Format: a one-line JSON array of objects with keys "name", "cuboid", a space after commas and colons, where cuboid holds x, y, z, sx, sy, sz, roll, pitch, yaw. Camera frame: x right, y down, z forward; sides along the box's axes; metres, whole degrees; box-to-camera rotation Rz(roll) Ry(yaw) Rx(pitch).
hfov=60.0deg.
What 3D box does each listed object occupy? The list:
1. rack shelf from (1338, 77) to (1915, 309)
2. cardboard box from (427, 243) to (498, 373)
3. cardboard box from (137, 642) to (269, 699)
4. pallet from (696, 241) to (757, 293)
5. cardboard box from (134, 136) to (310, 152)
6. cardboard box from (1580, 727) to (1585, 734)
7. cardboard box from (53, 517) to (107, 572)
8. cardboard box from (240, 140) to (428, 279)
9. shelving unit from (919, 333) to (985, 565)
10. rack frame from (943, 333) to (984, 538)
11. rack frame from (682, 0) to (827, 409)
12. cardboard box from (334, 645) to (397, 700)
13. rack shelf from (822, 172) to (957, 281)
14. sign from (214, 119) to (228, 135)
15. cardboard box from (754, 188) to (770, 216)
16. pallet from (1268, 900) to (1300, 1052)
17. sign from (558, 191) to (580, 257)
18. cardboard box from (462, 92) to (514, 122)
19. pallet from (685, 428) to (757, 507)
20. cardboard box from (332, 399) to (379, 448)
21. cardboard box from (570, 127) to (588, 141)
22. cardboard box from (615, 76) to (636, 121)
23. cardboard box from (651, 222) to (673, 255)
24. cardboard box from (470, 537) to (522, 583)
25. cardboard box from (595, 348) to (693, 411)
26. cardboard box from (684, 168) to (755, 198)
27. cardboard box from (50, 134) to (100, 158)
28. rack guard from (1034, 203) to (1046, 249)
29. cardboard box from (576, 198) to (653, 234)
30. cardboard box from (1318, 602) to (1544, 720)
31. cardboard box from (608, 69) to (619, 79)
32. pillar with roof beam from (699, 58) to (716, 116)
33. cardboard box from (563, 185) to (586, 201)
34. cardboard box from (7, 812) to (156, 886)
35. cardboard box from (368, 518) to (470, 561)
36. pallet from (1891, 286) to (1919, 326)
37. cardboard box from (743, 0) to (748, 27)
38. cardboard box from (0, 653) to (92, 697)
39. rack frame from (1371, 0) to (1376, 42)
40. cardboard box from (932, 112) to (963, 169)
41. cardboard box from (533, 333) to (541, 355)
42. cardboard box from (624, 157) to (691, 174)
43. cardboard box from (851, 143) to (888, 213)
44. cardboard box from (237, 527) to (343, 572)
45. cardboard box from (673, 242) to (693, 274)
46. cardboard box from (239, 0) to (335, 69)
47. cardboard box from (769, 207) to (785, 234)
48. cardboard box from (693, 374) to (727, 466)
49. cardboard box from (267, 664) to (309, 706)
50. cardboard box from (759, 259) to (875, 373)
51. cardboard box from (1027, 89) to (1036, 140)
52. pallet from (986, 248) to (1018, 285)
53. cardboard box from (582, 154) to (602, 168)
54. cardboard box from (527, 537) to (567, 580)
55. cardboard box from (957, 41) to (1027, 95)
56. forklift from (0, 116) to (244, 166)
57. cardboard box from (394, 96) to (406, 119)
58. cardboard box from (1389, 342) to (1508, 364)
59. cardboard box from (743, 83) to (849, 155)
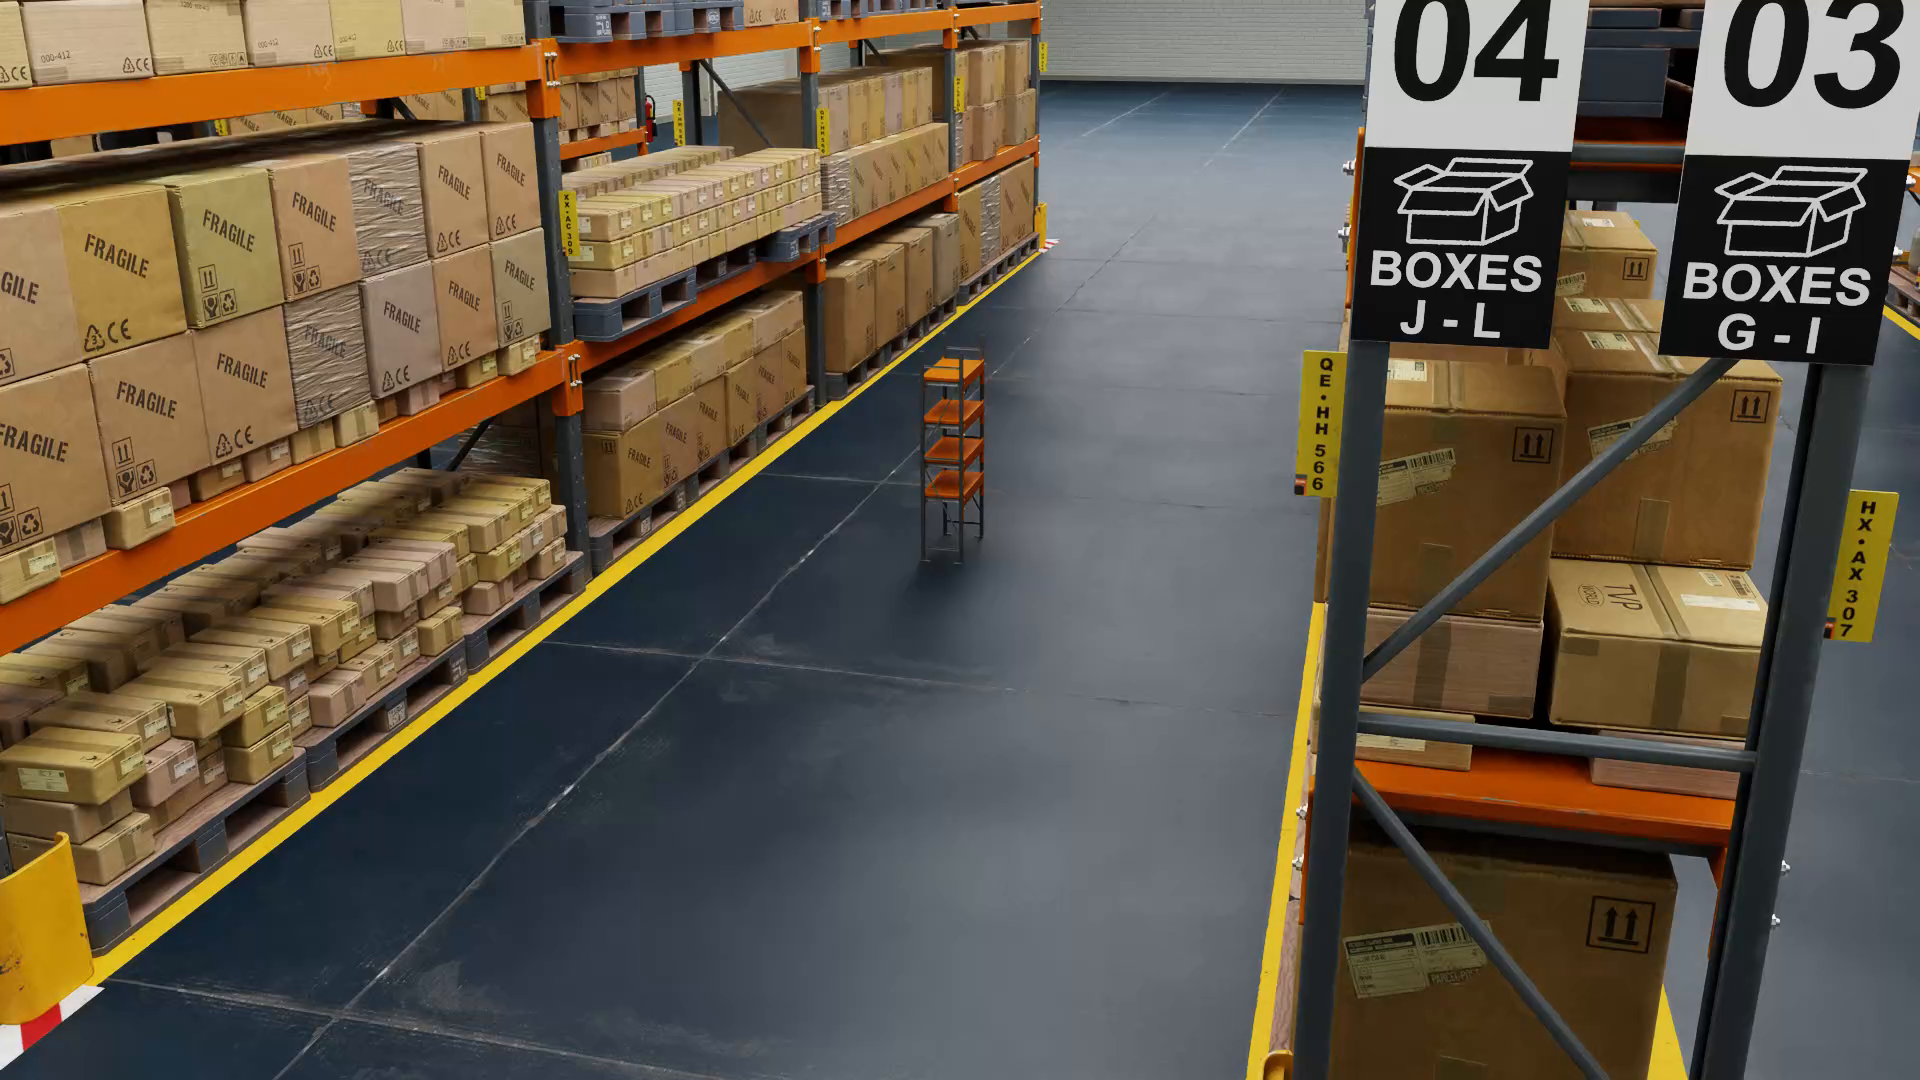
[{"name": "rack shelf", "cuboid": [1.801, -1.249, 5.175, 1.077, 0.370, 4.000, 5, 19, 13]}, {"name": "cardboard box", "cuboid": [-2.468, -1.072, 7.569, 0.500, 0.500, 0.500, 4, 19, 12]}, {"name": "cardboard box", "cuboid": [-2.899, 0.516, 6.376, 0.380, 0.149, 0.250, 4, 19, 11]}, {"name": "pallet", "cuboid": [-1.962, -1.759, 10.494, 1.003, 0.211, 1.213, 5, 19, 13]}, {"name": "cardboard box", "cuboid": [-3.107, -1.440, 7.101, 0.500, 0.500, 0.500, 5, 19, 14]}, {"name": "cardboard box", "cuboid": [1.780, 0.410, 4.235, 0.380, 0.149, 0.250, 4, 19, 13]}, {"name": "cardboard box", "cuboid": [-3.054, -0.006, 5.453, 0.380, 0.149, 0.250, 5, 20, 15]}, {"name": "cardboard box", "cuboid": [-2.608, -1.391, 6.957, 0.500, 0.500, 0.500, 5, 20, 15]}, {"name": "shelving unit", "cuboid": [-0.040, -0.516, 9.342, 0.258, 1.200, 0.503, 5, 19, 13]}, {"name": "rack frame", "cuboid": [0.019, -0.592, 9.566, 0.240, 1.200, 0.015, 5, 19, 13]}, {"name": "rack frame", "cuboid": [-1.518, -2.474, 12.289, 1.000, 3.000, 0.127, 5, 19, 13]}, {"name": "cardboard box", "cuboid": [-2.670, 0.559, 7.171, 0.380, 0.149, 0.250, 5, 19, 13]}, {"name": "rack shelf", "cuboid": [-1.030, -2.760, 14.241, 1.077, 0.370, 4.000, 5, 19, 13]}, {"name": "sign", "cuboid": [-5.804, -3.338, 13.029, 0.100, 0.325, 0.005, 5, 19, 13]}, {"name": "cardboard box", "cuboid": [-1.448, -2.181, 10.711, 0.380, 0.149, 0.250, 5, 19, 13]}, {"name": "pallet", "cuboid": [1.431, 1.520, 4.911, 1.003, 0.211, 1.213, 5, 19, 13]}, {"name": "sign", "cuboid": [-1.968, -1.589, 8.360, 0.100, 0.325, 0.005, 5, 19, 13]}, {"name": "cardboard box", "cuboid": [-4.988, -4.391, 17.287, 0.500, 0.500, 0.500, 5, 19, 13]}, {"name": "pallet", "cuboid": [-2.011, -0.528, 10.907, 1.003, 0.211, 1.213, 5, 19, 13]}, {"name": "cardboard box", "cuboid": [-2.651, -0.497, 6.892, 0.380, 0.149, 0.250, 5, 19, 14]}, {"name": "cardboard box", "cuboid": [-4.517, -4.681, 19.140, 0.380, 0.149, 0.250, 4, 19, 13]}, {"name": "cardboard box", "cuboid": [-4.254, -5.337, 20.056, 0.500, 0.500, 0.500, 4, 19, 12]}, {"name": "cardboard box", "cuboid": [-1.829, -1.690, 9.274, 0.380, 0.149, 0.250, 5, 20, 15]}, {"name": "cardboard box", "cuboid": [-2.367, 0.085, 8.100, 0.380, 0.149, 0.250, 4, 19, 11]}, {"name": "cardboard box", "cuboid": [-1.931, -0.969, 9.940, 0.500, 0.250, 0.500, 5, 20, 15]}, {"name": "cardboard box", "cuboid": [-1.512, -2.240, 10.424, 0.380, 0.149, 0.250, 6, 20, 16]}, {"name": "cardboard box", "cuboid": [-6.461, -2.854, 11.702, 0.500, 0.500, 0.500, 5, 19, 13]}, {"name": "rack guard", "cuboid": [0.442, -3.806, 20.057, 1.175, 0.500, 0.348, 5, 19, 13]}, {"name": "cardboard box", "cuboid": [-1.891, -1.756, 9.008, 0.380, 0.149, 0.250, 5, 20, 15]}, {"name": "cardboard box", "cuboid": [1.173, 0.214, 4.191, 0.500, 0.250, 0.500, 4, 19, 13]}, {"name": "cardboard box", "cuboid": [-4.433, -5.666, 19.475, 0.700, 0.500, 0.500, 5, 19, 14]}, {"name": "pillar with roof beam", "cuboid": [-1.674, -13.725, 35.948, 9.100, 9.000, 0.400, 5, 19, 13]}, {"name": "cardboard box", "cuboid": [-2.393, -1.970, 9.633, 0.380, 0.149, 0.250, 5, 19, 13]}, {"name": "cardboard box", "cuboid": [-3.035, 1.045, 5.748, 0.380, 0.149, 0.250, 5, 20, 14]}, {"name": "cardboard box", "cuboid": [-2.547, 0.018, 7.835, 0.380, 0.149, 0.250, 5, 20, 15]}, {"name": "pallet", "cuboid": [9.547, -2.184, 15.756, 1.003, 0.211, 1.213, 5, 19, 13]}, {"name": "cardboard box", "cuboid": [-1.647, -3.427, 10.286, 0.500, 0.500, 0.500, 5, 19, 13]}, {"name": "cardboard box", "cuboid": [-3.532, 0.551, 6.274, 0.380, 0.149, 0.250, 4, 19, 12]}, {"name": "rack frame", "cuboid": [1.312, -2.382, 2.739, 1.000, 3.000, 0.127, 5, 19, 13]}, {"name": "cardboard box", "cuboid": [-0.463, -3.915, 16.277, 0.875, 0.550, 0.550, 5, 19, 13]}, {"name": "cardboard box", "cuboid": [-2.339, -0.993, 8.343, 0.380, 0.149, 0.250, 4, 19, 13]}, {"name": "cardboard box", "cuboid": [-2.012, -2.462, 11.072, 0.380, 0.149, 0.250, 4, 19, 11]}, {"name": "cardboard box", "cuboid": [-0.902, -2.958, 13.553, 0.500, 0.500, 0.500, 5, 19, 13]}, {"name": "cardboard box", "cuboid": [-3.103, 0.062, 7.706, 0.380, 0.149, 0.250, 5, 20, 15]}, {"name": "cardboard box", "cuboid": [-1.764, -1.631, 9.561, 0.380, 0.149, 0.250, 5, 19, 14]}, {"name": "cardboard box", "cuboid": [-2.733, -1.923, 6.269, 0.500, 0.250, 0.500, 5, 19, 13]}, {"name": "cardboard box", "cuboid": [-1.383, -2.127, 11.012, 0.380, 0.149, 0.250, 4, 19, 13]}, {"name": "cardboard box", "cuboid": [-1.815, -0.778, 10.541, 0.500, 0.500, 0.500, 5, 19, 14]}, {"name": "cardboard box", "cuboid": [-2.860, 0.572, 6.674, 0.380, 0.149, 0.250, 4, 19, 11]}, {"name": "cardboard box", "cuboid": [-1.282, -1.792, 13.123, 1.050, 0.750, 0.750, 4, 19, 13]}, {"name": "cardboard box", "cuboid": [0.389, -4.932, 19.255, 0.875, 0.550, 0.550, 5, 19, 13]}, {"name": "pallet", "cuboid": [0.017, -3.024, 18.213, 1.003, 0.211, 1.213, 5, 19, 13]}, {"name": "cardboard box", "cuboid": [-4.420, -4.429, 19.455, 0.380, 0.149, 0.250, 5, 19, 14]}, {"name": "cardboard box", "cuboid": [-2.261, 0.080, 8.573, 0.380, 0.149, 0.250, 5, 19, 14]}, {"name": "cardboard box", "cuboid": [0.263, -5.270, 18.574, 0.875, 0.550, 0.550, 5, 19, 13]}, {"name": "forklift", "cuboid": [-4.823, -1.642, 9.960, 1.130, 2.935, 3.031, 4, 19, 11]}, {"name": "cardboard box", "cuboid": [-5.508, -3.994, 15.475, 0.500, 0.500, 0.500, 5, 20, 15]}, {"name": "cardboard box", "cuboid": [1.674, -0.774, 5.925, 0.500, 0.500, 0.500, 4, 19, 12]}, {"name": "cardboard box", "cuboid": [-1.277, -3.293, 12.986, 0.700, 0.500, 0.500, 4, 19, 13]}]
